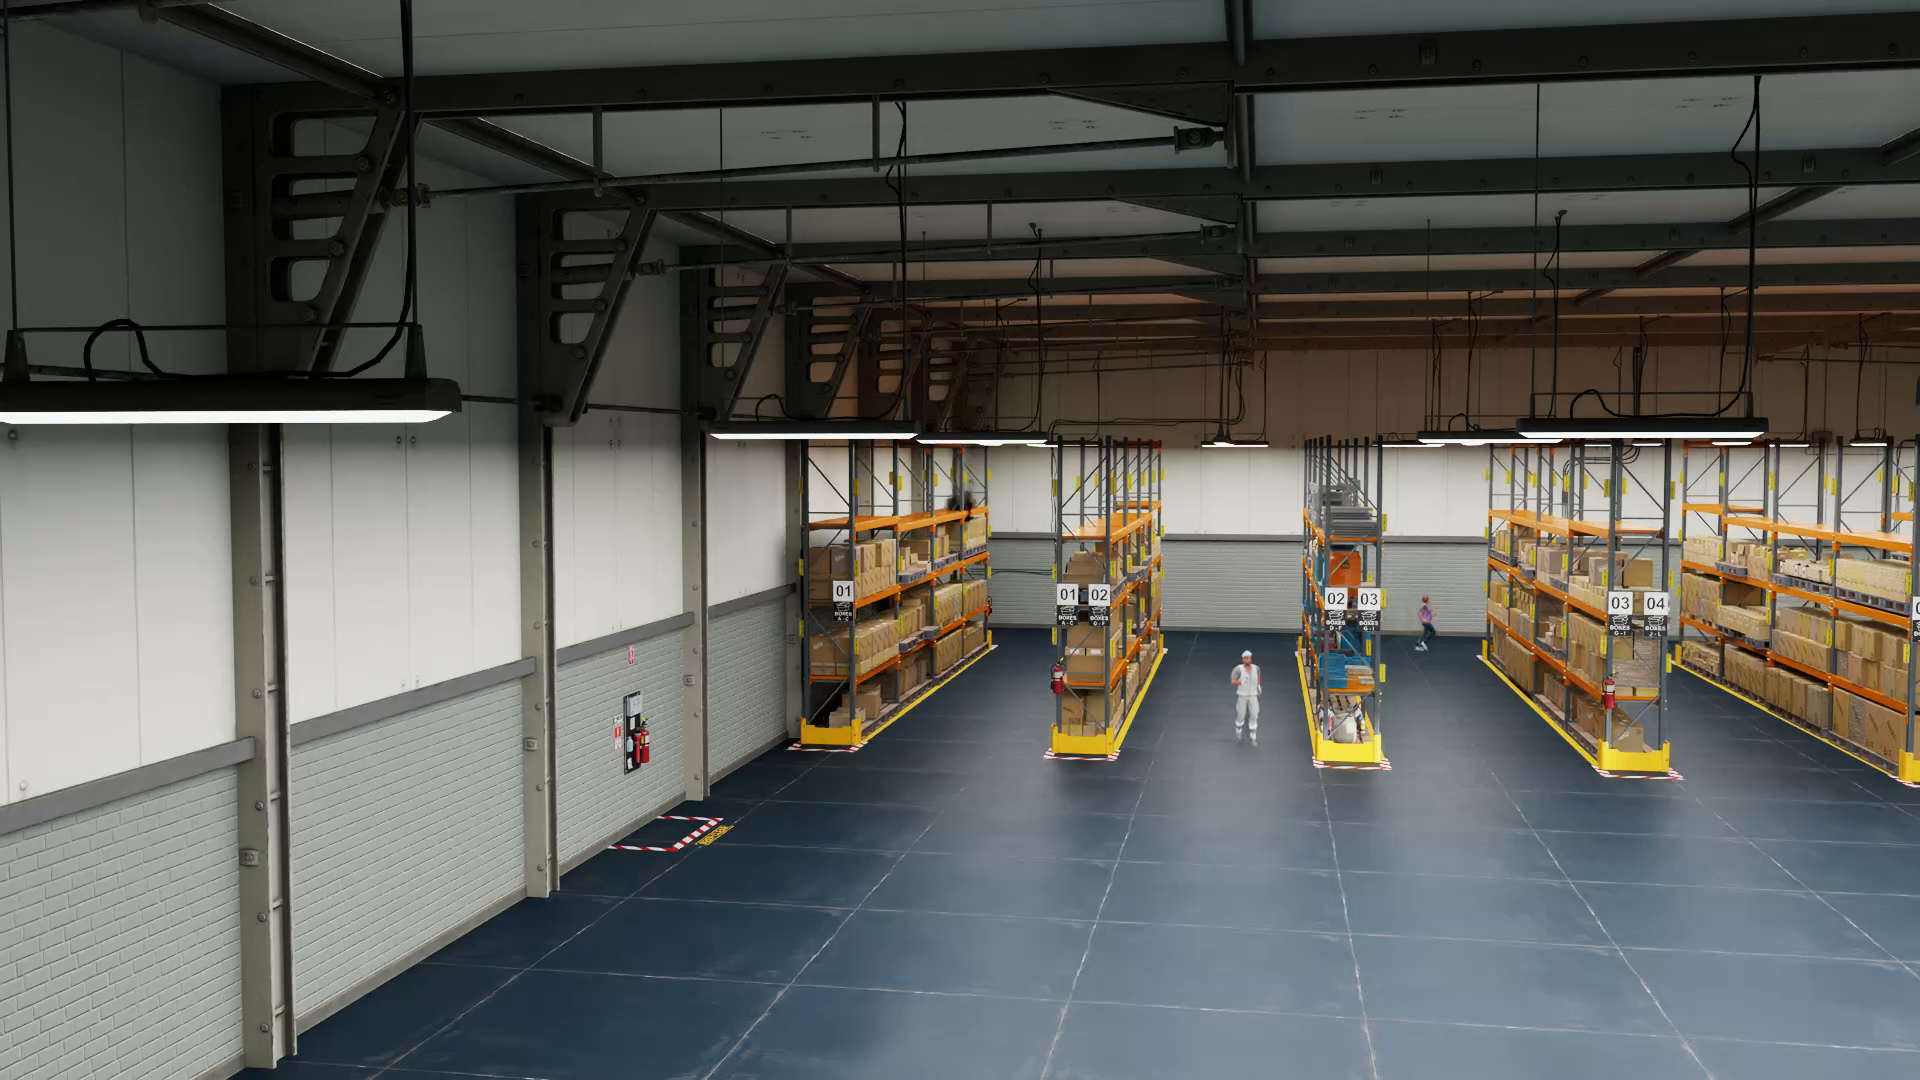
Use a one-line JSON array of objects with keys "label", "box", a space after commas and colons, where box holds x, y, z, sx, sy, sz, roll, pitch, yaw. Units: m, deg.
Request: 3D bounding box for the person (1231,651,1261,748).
[{"label": "person", "box": [5.556, 3.066, 32.317, 0.662, 1.846, 0.836, 0, 3, -6]}]

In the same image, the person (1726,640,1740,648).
[{"label": "person", "box": [21.036, 2.525, 45.104, 0.619, 1.542, 0.535, -2, 4, -30]}]

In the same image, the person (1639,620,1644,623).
[{"label": "person", "box": [18.670, 2.393, 45.150, 0.828, 1.830, 0.672, -2, 4, -37]}]

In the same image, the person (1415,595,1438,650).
[{"label": "person", "box": [13.303, 2.358, 47.376, 0.639, 1.568, 0.513, 1, 3, 19]}]
